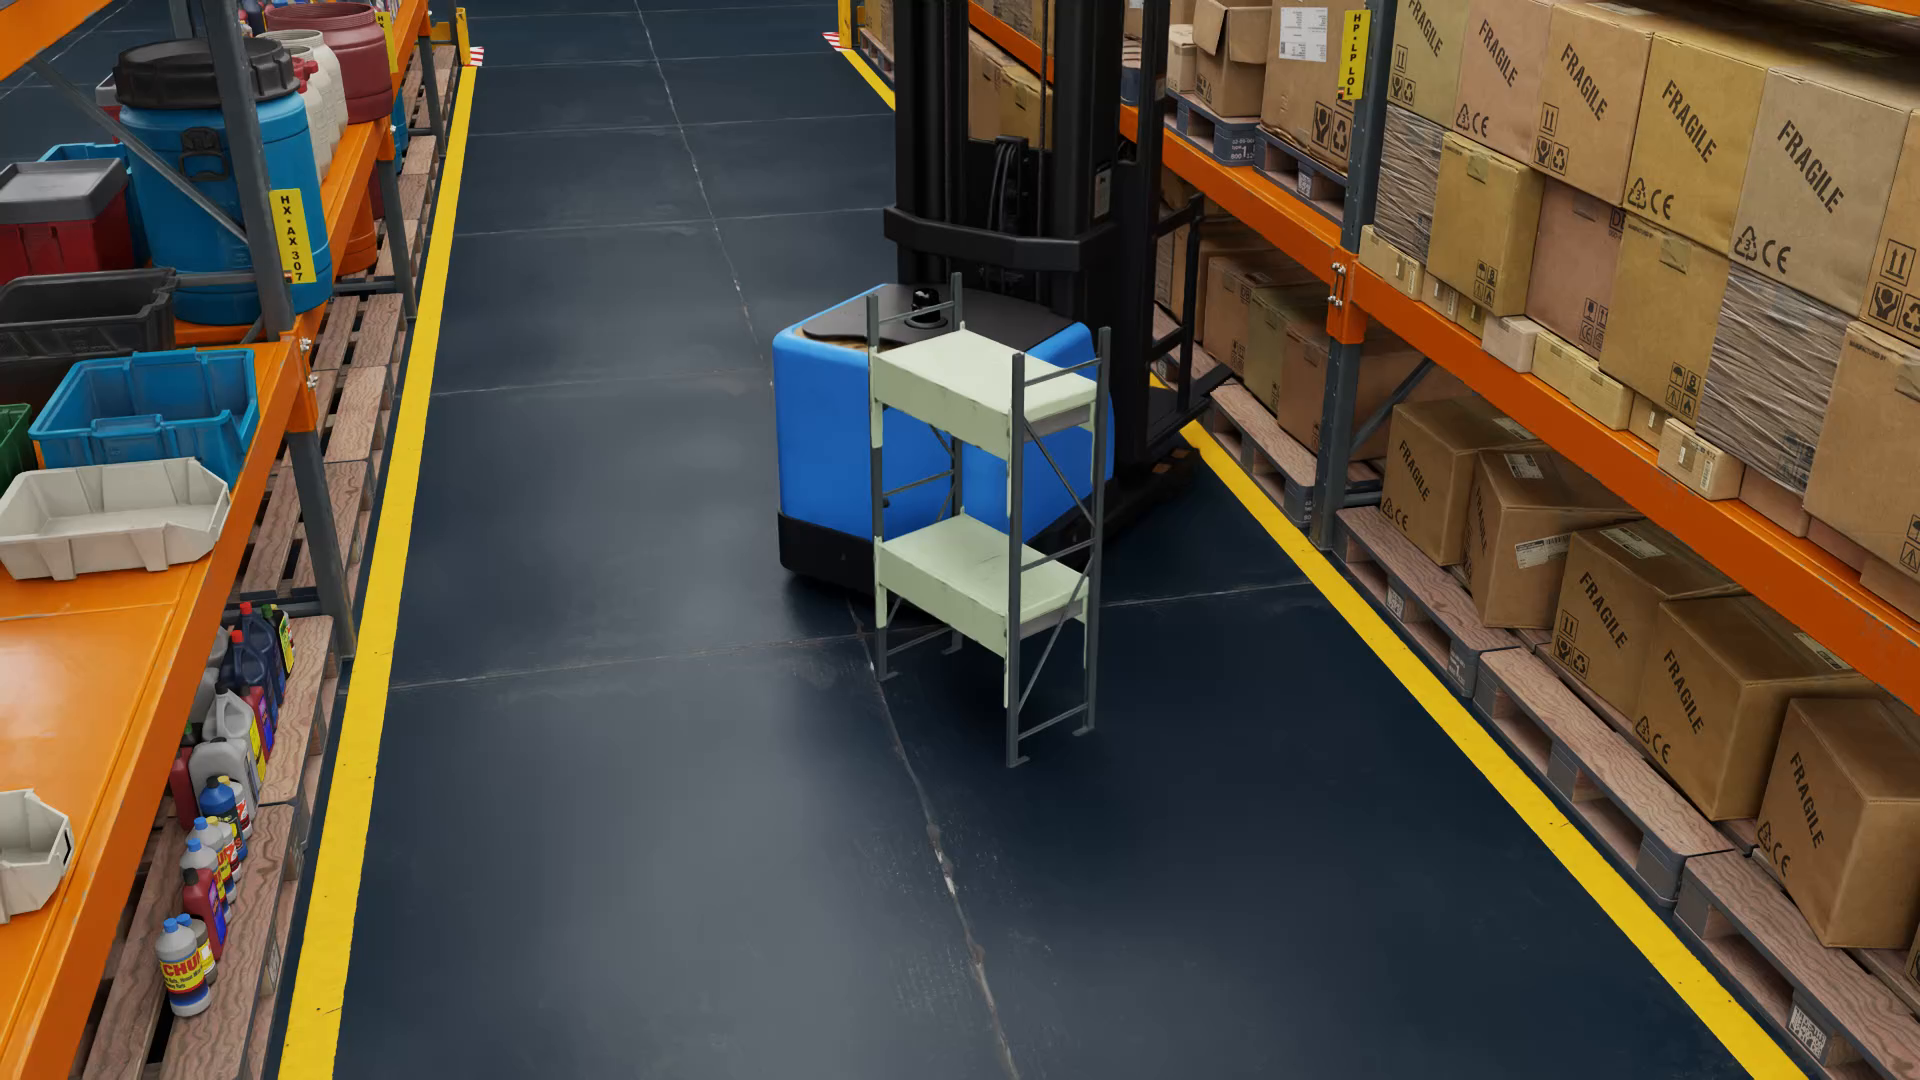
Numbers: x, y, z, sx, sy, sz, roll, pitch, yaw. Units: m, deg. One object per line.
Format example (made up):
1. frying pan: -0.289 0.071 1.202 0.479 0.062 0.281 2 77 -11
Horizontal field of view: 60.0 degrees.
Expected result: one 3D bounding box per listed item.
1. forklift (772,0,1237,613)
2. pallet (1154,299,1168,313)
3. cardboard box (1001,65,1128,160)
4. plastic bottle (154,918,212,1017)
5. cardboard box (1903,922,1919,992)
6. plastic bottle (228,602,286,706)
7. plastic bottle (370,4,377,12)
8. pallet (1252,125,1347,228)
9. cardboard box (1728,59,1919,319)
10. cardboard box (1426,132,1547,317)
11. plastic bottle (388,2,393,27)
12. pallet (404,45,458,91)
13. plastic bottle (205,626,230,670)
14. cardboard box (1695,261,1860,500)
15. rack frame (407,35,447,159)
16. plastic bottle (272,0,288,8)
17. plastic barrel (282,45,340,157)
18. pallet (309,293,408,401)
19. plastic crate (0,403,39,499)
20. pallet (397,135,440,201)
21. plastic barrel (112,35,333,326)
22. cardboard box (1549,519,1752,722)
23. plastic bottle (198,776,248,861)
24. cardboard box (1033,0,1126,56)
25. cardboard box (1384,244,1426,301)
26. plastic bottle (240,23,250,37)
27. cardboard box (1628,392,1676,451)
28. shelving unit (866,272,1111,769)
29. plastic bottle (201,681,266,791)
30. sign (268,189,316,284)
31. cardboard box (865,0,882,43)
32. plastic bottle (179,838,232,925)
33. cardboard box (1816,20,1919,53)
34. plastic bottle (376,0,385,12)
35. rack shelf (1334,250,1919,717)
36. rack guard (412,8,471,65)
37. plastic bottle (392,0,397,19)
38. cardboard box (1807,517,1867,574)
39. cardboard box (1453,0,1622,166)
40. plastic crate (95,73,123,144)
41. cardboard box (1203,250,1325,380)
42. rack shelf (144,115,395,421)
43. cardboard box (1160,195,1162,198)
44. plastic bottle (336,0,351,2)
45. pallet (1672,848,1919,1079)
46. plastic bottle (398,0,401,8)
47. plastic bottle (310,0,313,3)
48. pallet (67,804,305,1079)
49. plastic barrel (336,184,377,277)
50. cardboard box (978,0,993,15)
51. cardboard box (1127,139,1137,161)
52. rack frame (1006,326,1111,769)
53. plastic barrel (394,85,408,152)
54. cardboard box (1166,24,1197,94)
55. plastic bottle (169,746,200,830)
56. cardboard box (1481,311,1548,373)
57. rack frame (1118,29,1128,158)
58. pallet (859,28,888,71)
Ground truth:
1. forklift: 0.463 -1.596 7.160 1.130 2.935 3.031 16 31 28
2. pallet: 1.290 -1.528 10.042 1.003 0.211 1.213 -6 27 -12
3. cardboard box: 0.980 -2.660 11.083 1.225 0.875 0.875 -7 28 -14
4. plastic bottle: -2.012 1.093 4.295 0.097 0.271 0.097 0 27 0
5. cardboard box: 2.794 1.049 4.151 0.500 0.500 0.500 -1 27 -2
6. plastic bottle: -2.383 0.383 5.614 0.144 0.351 0.185 -7 28 -13
7. plastic bottle: -3.700 -3.238 10.478 0.097 0.271 0.097 0 27 0
8. pallet: 1.987 -1.624 7.352 1.003 0.211 1.213 -6 27 -12
9. cardboard box: 2.325 -0.883 4.119 0.500 0.500 0.500 -6 27 -12
10. cardboard box: 2.137 -1.110 5.680 0.875 0.500 0.500 -6 27 -12
11. plastic bottle: -3.876 -3.549 11.173 0.097 0.201 0.097 0 27 0
12. pallet: -5.365 -4.514 15.959 1.003 0.211 1.213 -6 27 -12
13. plastic bottle: -2.523 0.397 5.585 0.144 0.351 0.185 -6 27 -12
14. cardboard box: 2.521 -0.457 4.385 0.875 0.500 0.500 -6 27 -12
15. rack frame: -4.611 -4.369 12.577 1.000 3.000 0.127 -6 27 -12
16. plastic bottle: -4.434 -3.437 10.873 0.097 0.271 0.097 0 27 0
17. plastic barrel: -3.175 -2.048 7.854 0.421 0.512 0.421 0 27 0
18. pallet: -3.573 -1.024 9.044 1.003 0.211 1.213 -6 27 -12
19. plastic crate: -2.778 -0.138 4.429 0.450 0.188 0.662 -6 27 -12
20. pallet: -4.478 -2.781 12.525 1.003 0.211 1.213 -6 27 -12
21. plastic barrel: -2.600 -1.281 5.903 0.600 0.901 0.708 -6 27 -12
22. cardboard box: 2.421 0.264 5.707 0.500 0.500 0.500 -8 28 -16
23. plastic bottle: -2.157 0.810 4.856 0.097 0.271 0.097 0 27 0
24. cardboard box: 0.763 -3.352 10.451 0.500 0.500 0.500 -5 27 -10
25. cardboard box: 1.816 -1.012 6.204 0.380 0.149 0.250 -6 27 -12
26. plastic bottle: -4.409 -3.069 10.221 0.097 0.201 0.097 0 27 0
27. cardboard box: 2.224 -0.360 4.914 0.380 0.149 0.250 -6 27 -12
28. shelving unit: 0.082 -0.072 5.728 0.431 1.500 0.755 -21 33 -35
29. plastic bottle: -2.267 0.609 5.166 0.144 0.351 0.185 -6 27 -12
30. sign: -2.270 -1.031 5.657 0.100 0.325 0.005 -6 27 -12
31. cardboard box: -0.465 -5.594 16.896 0.875 0.875 0.875 -6 27 -12
32. plastic bottle: -2.089 0.943 4.593 0.097 0.271 0.097 0 27 0
33. cardboard box: 2.722 -1.155 4.659 0.500 0.500 0.500 -6 27 -12
34. plastic bottle: -3.805 -3.389 10.773 0.152 0.276 0.135 -6 27 -12
35. rack shelf: 2.468 -0.161 5.038 1.077 0.370 4.000 -6 27 -12
36. rack guard: -5.531 -5.018 16.637 1.175 0.500 0.348 -6 27 -12
37. plastic bottle: -3.981 -3.732 11.453 0.152 0.276 0.135 -6 27 -12
38. cardboard box: 2.434 -0.035 4.270 0.380 0.149 0.250 -6 27 -12
39. cardboard box: 1.985 -1.541 5.423 0.500 0.500 0.500 -6 27 -12
40. plastic crate: -3.644 -1.901 7.616 0.402 0.464 0.583 -6 27 -12
41. cardboard box: 1.684 -1.169 8.523 0.700 0.500 0.500 -8 28 -16
42. rack shelf: -3.259 -1.414 7.520 1.077 0.370 4.000 -6 27 -12
43. cardboard box: 1.286 -1.904 9.979 0.700 0.500 0.500 -7 28 -14
44. plastic bottle: -3.955 -3.418 10.748 0.144 0.351 0.185 -6 27 -12
45. pallet: 2.753 1.248 4.544 1.003 0.211 1.213 -6 27 -12
46. plastic bottle: -4.085 -3.976 11.854 0.144 0.351 0.185 -6 27 -12
47. plastic bottle: -4.678 -3.898 11.865 0.097 0.201 0.097 0 27 0
48. pallet: -2.419 1.224 4.591 1.003 0.211 1.213 -6 27 -12
49. plastic barrel: -3.837 -2.044 9.914 0.600 0.830 0.708 -6 27 -12
50. cardboard box: 0.422 -4.022 11.779 0.500 0.500 0.500 -5 27 -11
51. cardboard box: 1.296 -2.240 9.812 0.500 0.250 0.500 -5 27 -9
52. rack frame: 0.317 0.054 5.478 0.400 1.500 0.023 -21 33 -35
53. plastic barrel: -4.505 -3.379 12.478 0.600 0.901 0.708 -6 27 -12
54. cardboard box: 1.269 -2.477 8.529 0.500 0.250 0.500 -7 28 -13
55. plastic bottle: -2.337 0.722 5.017 0.061 0.283 0.133 -6 27 -12
56. cardboard box: 1.981 -0.682 5.551 0.380 0.149 0.250 -6 27 -12
57. rack frame: 1.116 -3.116 10.094 1.000 3.000 0.127 -6 27 -12
58. pallet: -0.431 -5.040 17.001 1.003 0.211 1.213 -6 27 -12
